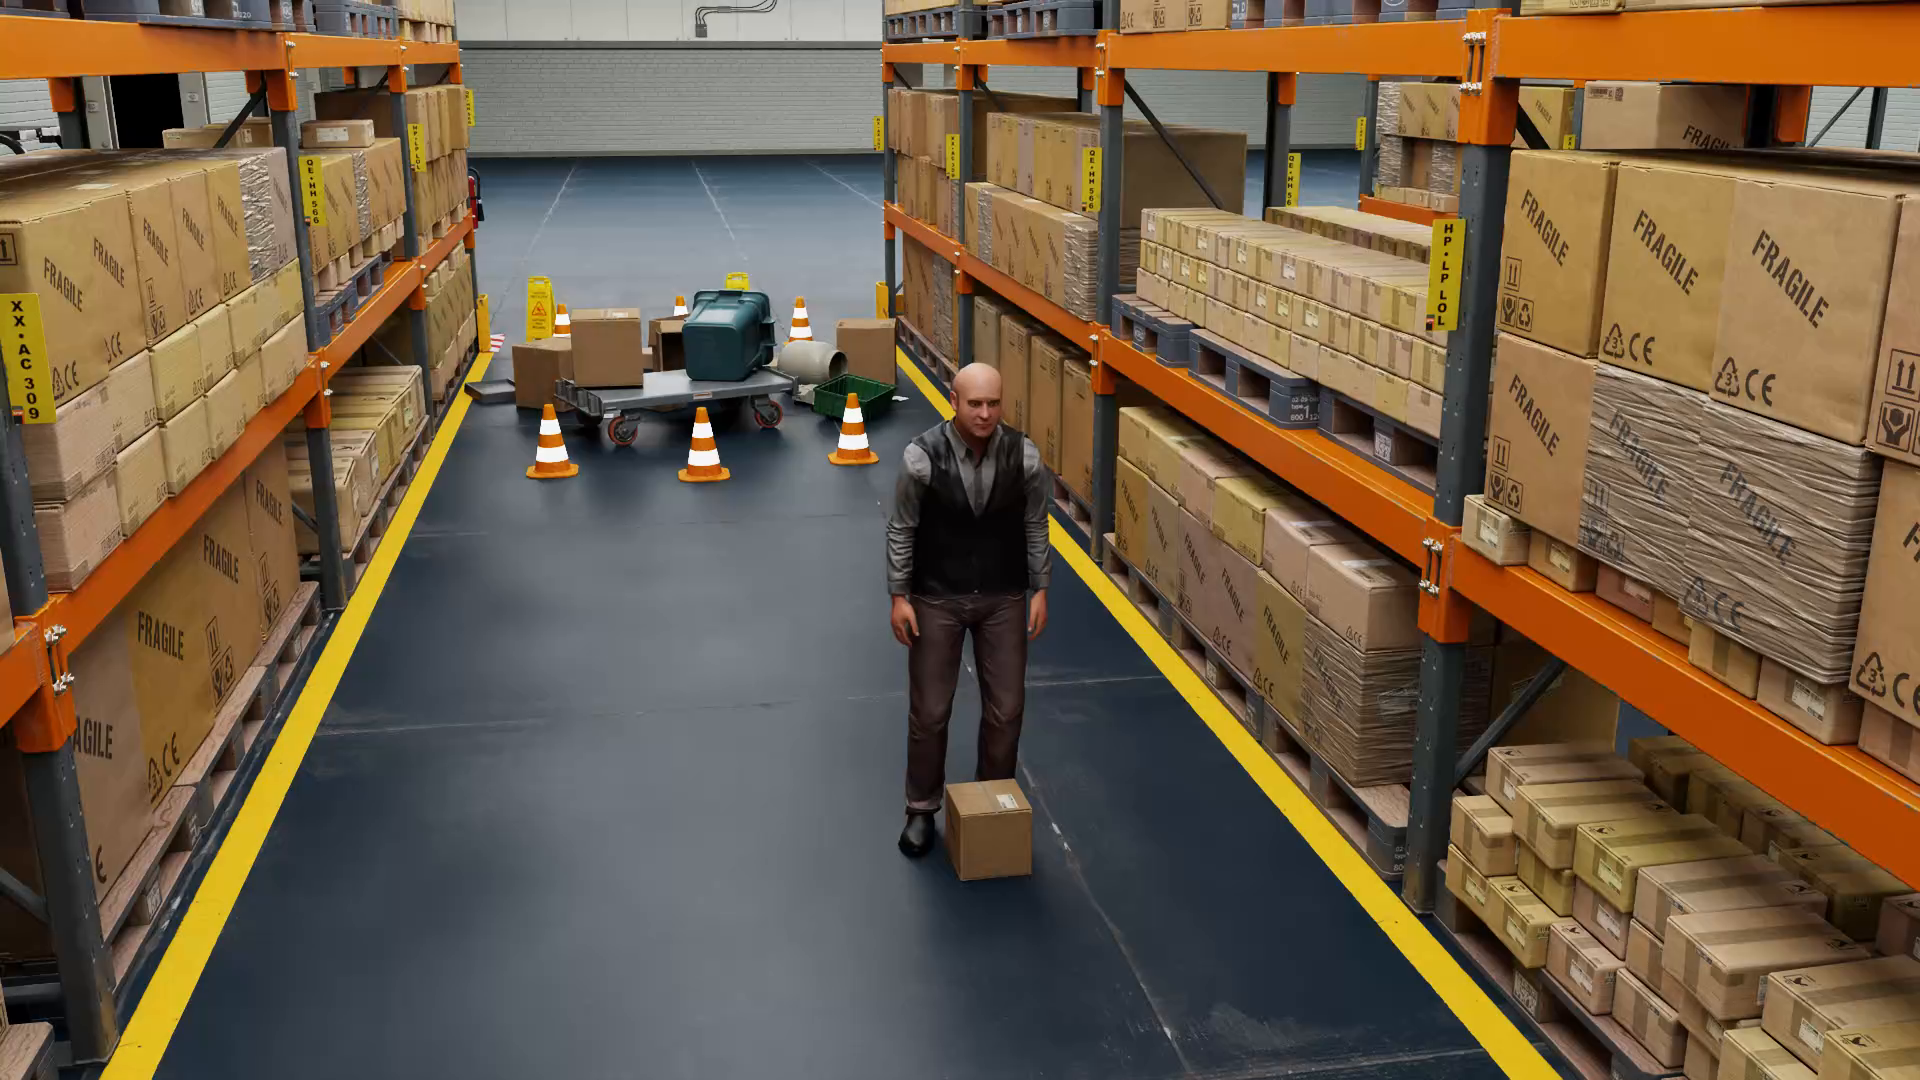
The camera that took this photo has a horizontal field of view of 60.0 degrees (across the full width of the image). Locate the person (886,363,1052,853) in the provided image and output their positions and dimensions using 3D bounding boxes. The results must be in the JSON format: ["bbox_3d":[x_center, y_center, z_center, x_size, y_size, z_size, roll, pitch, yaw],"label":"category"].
[{"bbox_3d":[0.035,0.226,5.801,0.580,1.721,0.464,-3,17,-10],"label":"person"}]
